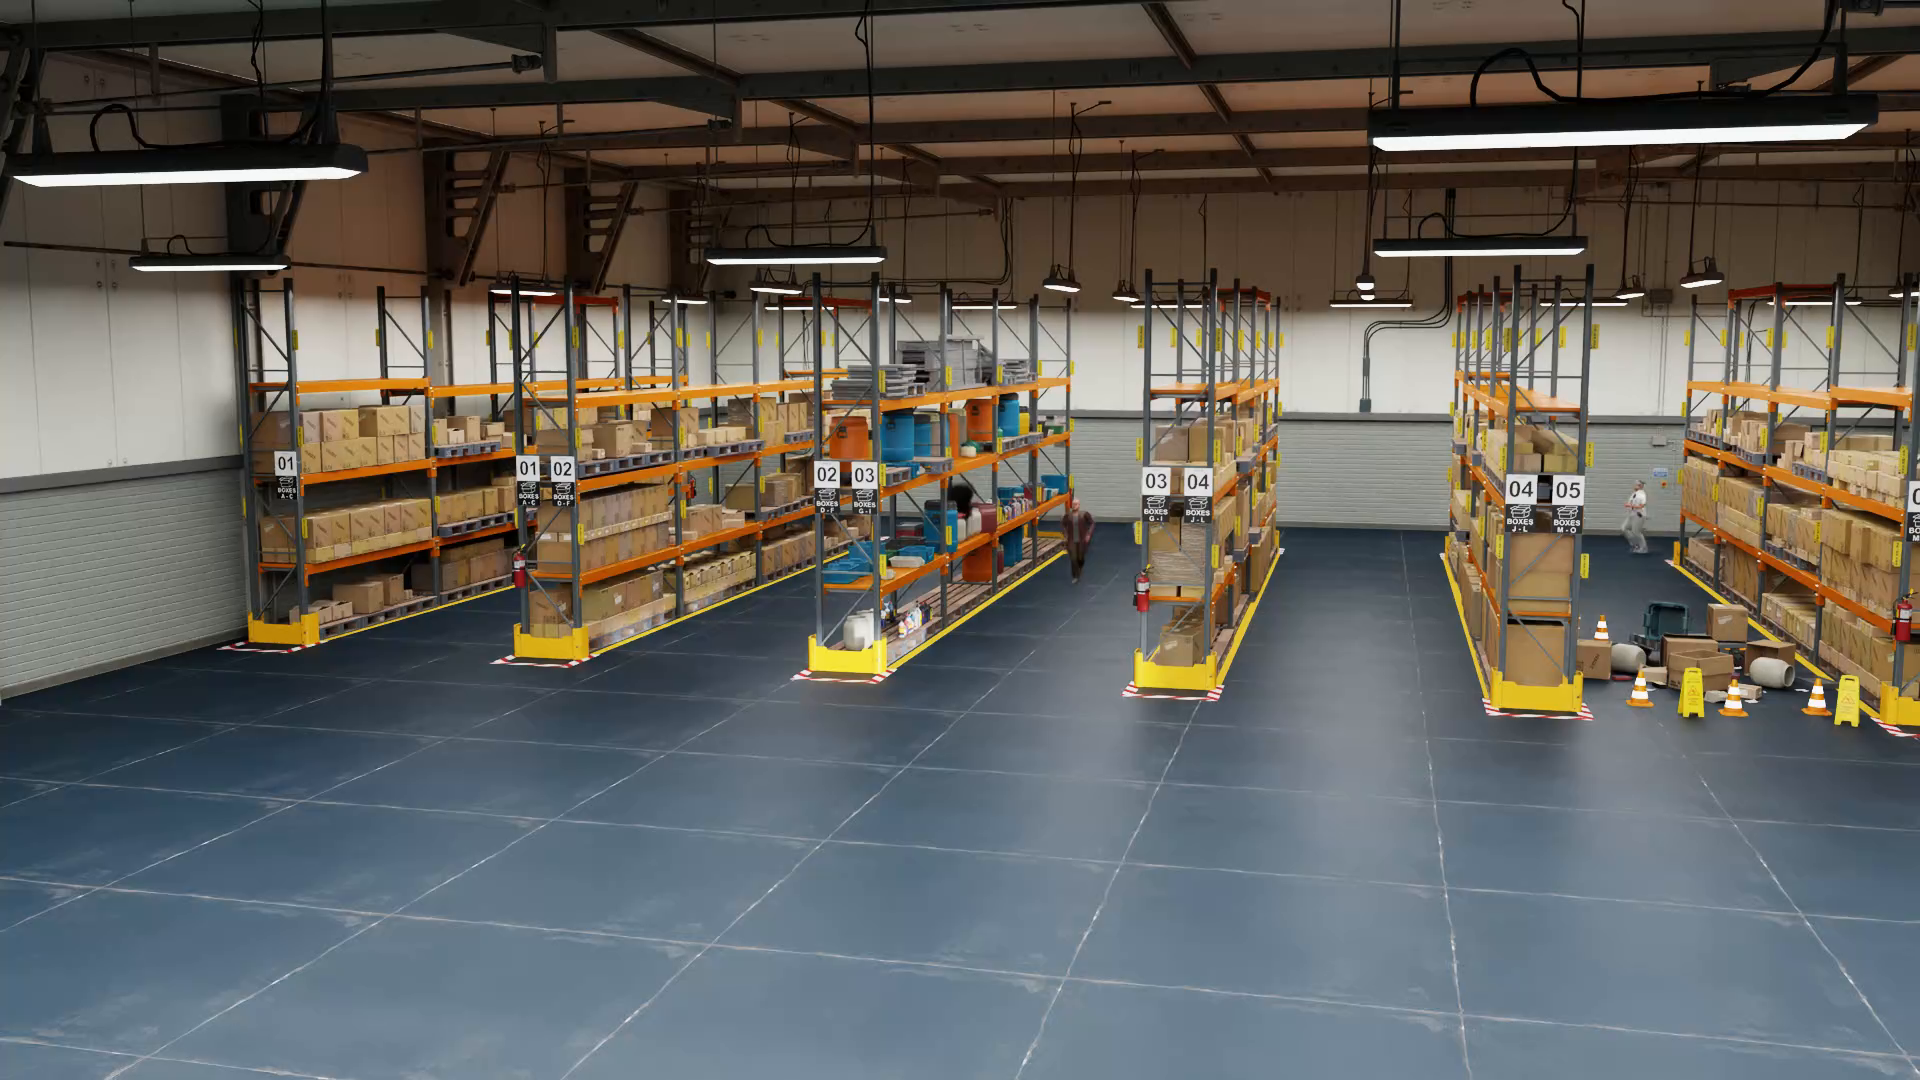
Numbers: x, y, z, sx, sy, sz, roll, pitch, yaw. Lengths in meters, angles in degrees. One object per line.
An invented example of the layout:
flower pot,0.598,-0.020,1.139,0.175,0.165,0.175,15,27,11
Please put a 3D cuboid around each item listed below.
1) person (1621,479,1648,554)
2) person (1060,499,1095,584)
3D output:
person,15.842,-0.543,39.078,0.675,1.811,0.641,0,7,0
person,2.435,0.020,34.474,0.707,1.763,0.717,2,7,12
